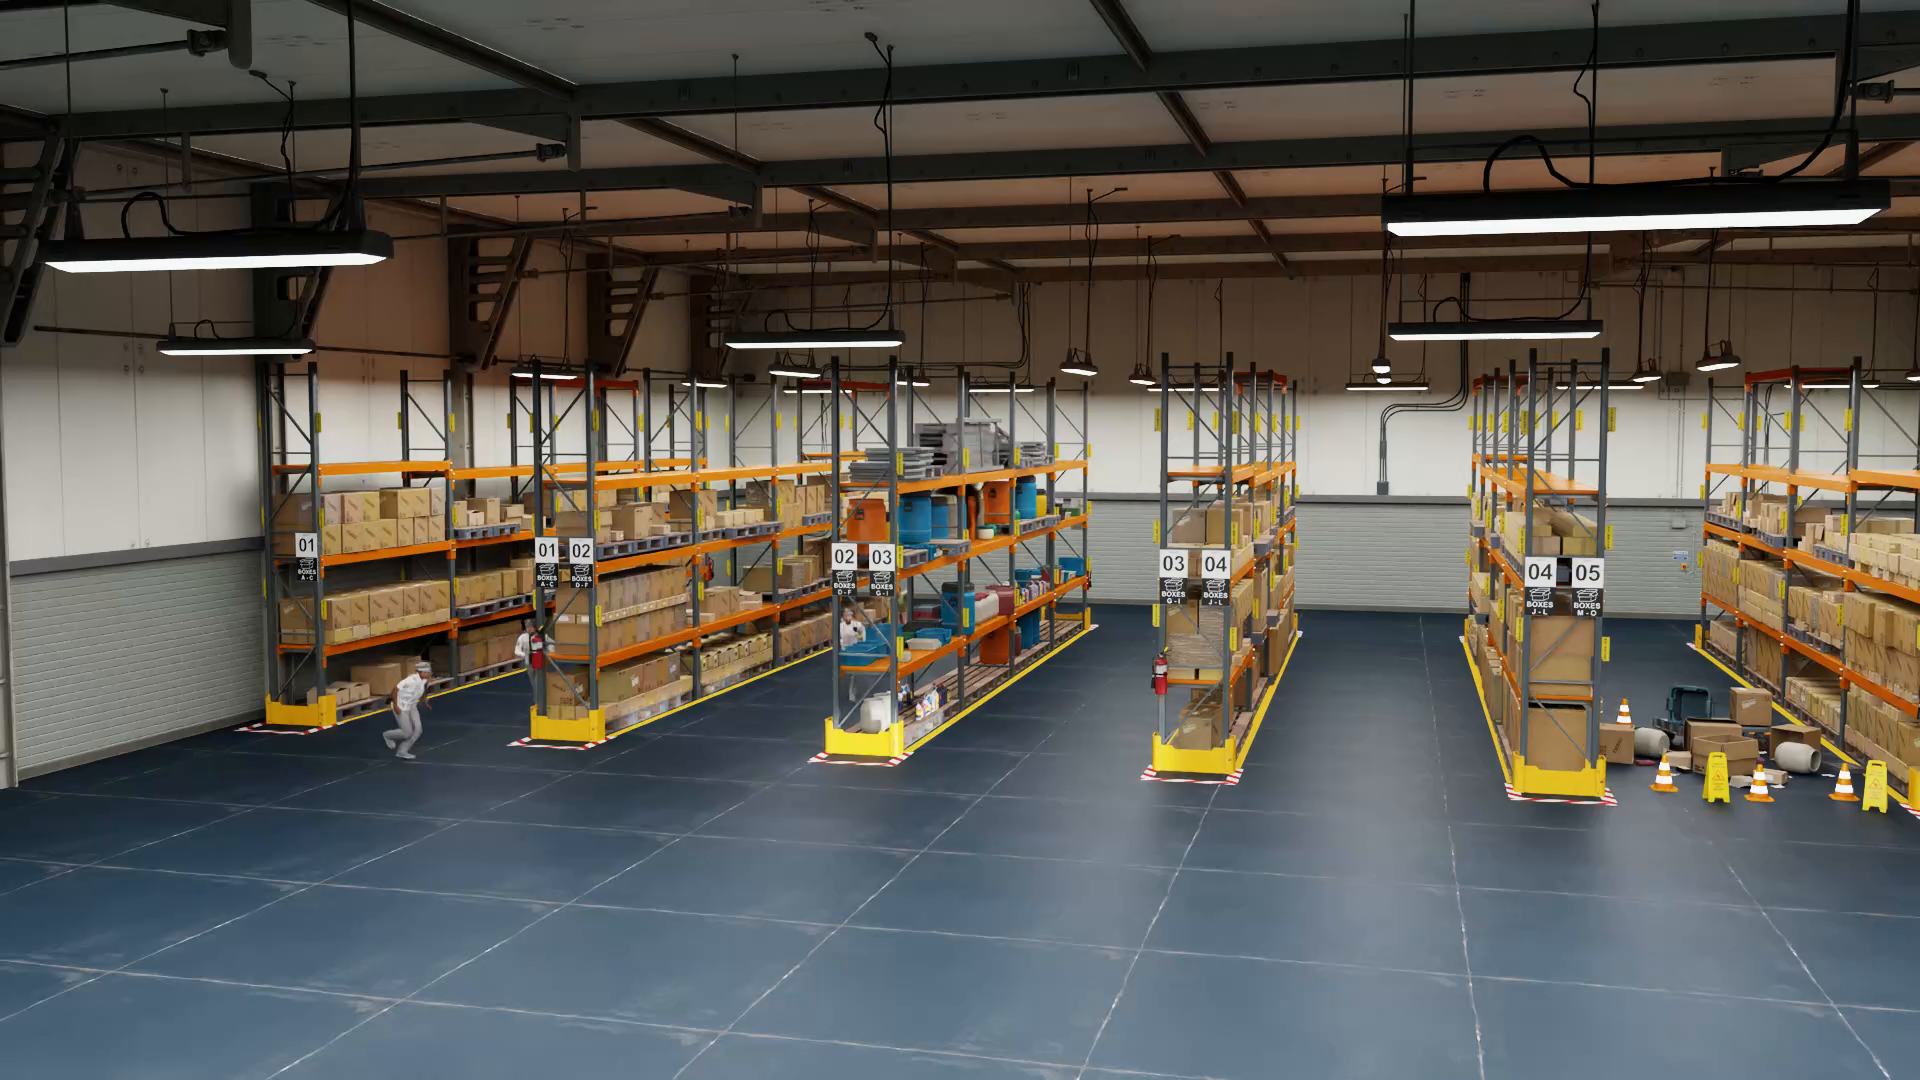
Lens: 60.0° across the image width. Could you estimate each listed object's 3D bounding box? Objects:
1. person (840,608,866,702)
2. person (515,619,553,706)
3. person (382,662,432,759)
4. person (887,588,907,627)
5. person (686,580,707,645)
[{"bbox_3d":[-1.993,2.051,30.201,0.604,1.683,0.934,1,4,8],"label":"person"},{"bbox_3d":[-7.341,2.157,28.742,0.600,1.659,0.911,0,4,4],"label":"person"},{"bbox_3d":[-8.244,2.542,24.749,0.872,1.470,0.590,1,4,20],"label":"person"},{"bbox_3d":[-1.344,1.682,37.158,0.587,1.393,0.940,0,4,-1],"label":"person"},{"bbox_3d":[-5.704,1.670,35.849,0.627,1.714,0.742,1,4,14],"label":"person"}]
